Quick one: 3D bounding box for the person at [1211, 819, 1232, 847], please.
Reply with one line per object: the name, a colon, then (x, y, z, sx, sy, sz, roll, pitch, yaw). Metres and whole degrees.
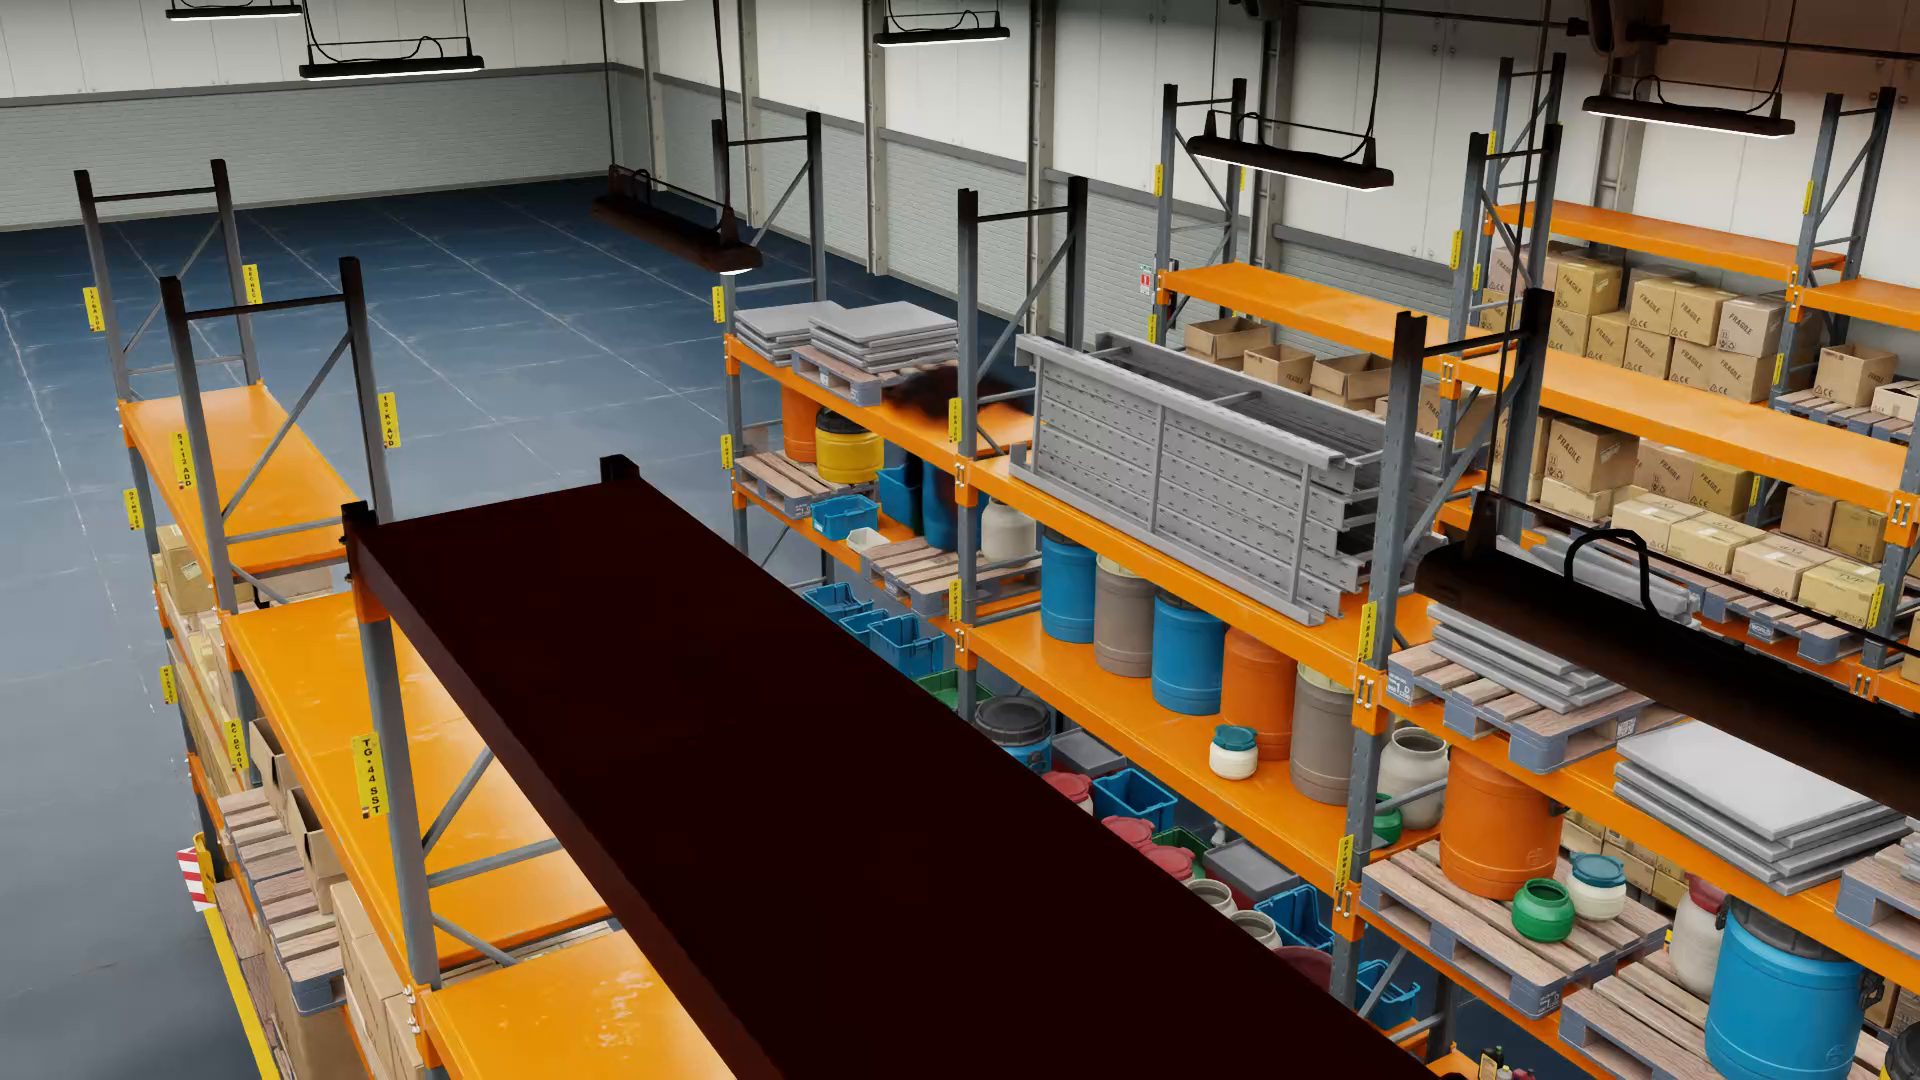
person: (2.423, 1.854, 14.351, 0.418, 1.772, 0.602, -17, 28, -36)
